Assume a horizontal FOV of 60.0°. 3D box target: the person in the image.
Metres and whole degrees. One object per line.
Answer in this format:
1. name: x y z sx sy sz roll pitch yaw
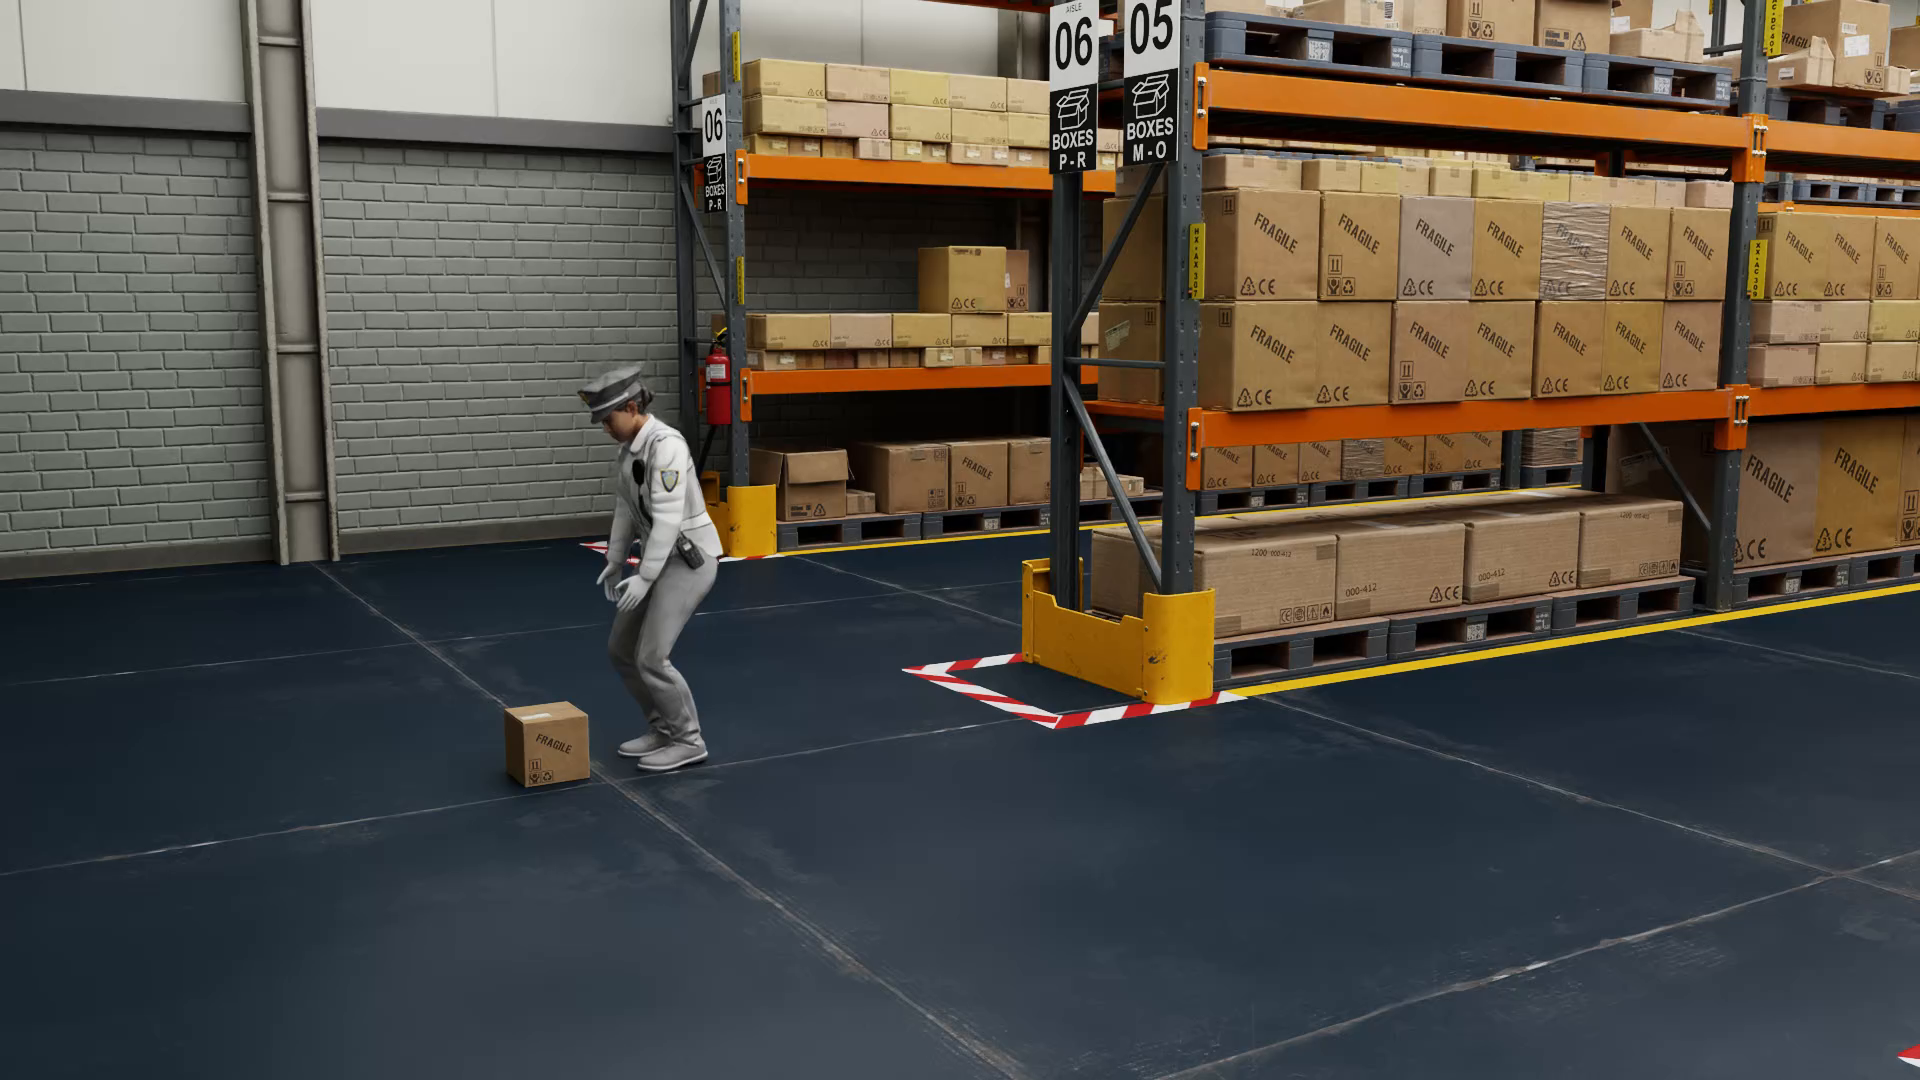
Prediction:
1. person: -1.195 0.117 6.468 0.548 1.548 0.520 -5 10 -30
